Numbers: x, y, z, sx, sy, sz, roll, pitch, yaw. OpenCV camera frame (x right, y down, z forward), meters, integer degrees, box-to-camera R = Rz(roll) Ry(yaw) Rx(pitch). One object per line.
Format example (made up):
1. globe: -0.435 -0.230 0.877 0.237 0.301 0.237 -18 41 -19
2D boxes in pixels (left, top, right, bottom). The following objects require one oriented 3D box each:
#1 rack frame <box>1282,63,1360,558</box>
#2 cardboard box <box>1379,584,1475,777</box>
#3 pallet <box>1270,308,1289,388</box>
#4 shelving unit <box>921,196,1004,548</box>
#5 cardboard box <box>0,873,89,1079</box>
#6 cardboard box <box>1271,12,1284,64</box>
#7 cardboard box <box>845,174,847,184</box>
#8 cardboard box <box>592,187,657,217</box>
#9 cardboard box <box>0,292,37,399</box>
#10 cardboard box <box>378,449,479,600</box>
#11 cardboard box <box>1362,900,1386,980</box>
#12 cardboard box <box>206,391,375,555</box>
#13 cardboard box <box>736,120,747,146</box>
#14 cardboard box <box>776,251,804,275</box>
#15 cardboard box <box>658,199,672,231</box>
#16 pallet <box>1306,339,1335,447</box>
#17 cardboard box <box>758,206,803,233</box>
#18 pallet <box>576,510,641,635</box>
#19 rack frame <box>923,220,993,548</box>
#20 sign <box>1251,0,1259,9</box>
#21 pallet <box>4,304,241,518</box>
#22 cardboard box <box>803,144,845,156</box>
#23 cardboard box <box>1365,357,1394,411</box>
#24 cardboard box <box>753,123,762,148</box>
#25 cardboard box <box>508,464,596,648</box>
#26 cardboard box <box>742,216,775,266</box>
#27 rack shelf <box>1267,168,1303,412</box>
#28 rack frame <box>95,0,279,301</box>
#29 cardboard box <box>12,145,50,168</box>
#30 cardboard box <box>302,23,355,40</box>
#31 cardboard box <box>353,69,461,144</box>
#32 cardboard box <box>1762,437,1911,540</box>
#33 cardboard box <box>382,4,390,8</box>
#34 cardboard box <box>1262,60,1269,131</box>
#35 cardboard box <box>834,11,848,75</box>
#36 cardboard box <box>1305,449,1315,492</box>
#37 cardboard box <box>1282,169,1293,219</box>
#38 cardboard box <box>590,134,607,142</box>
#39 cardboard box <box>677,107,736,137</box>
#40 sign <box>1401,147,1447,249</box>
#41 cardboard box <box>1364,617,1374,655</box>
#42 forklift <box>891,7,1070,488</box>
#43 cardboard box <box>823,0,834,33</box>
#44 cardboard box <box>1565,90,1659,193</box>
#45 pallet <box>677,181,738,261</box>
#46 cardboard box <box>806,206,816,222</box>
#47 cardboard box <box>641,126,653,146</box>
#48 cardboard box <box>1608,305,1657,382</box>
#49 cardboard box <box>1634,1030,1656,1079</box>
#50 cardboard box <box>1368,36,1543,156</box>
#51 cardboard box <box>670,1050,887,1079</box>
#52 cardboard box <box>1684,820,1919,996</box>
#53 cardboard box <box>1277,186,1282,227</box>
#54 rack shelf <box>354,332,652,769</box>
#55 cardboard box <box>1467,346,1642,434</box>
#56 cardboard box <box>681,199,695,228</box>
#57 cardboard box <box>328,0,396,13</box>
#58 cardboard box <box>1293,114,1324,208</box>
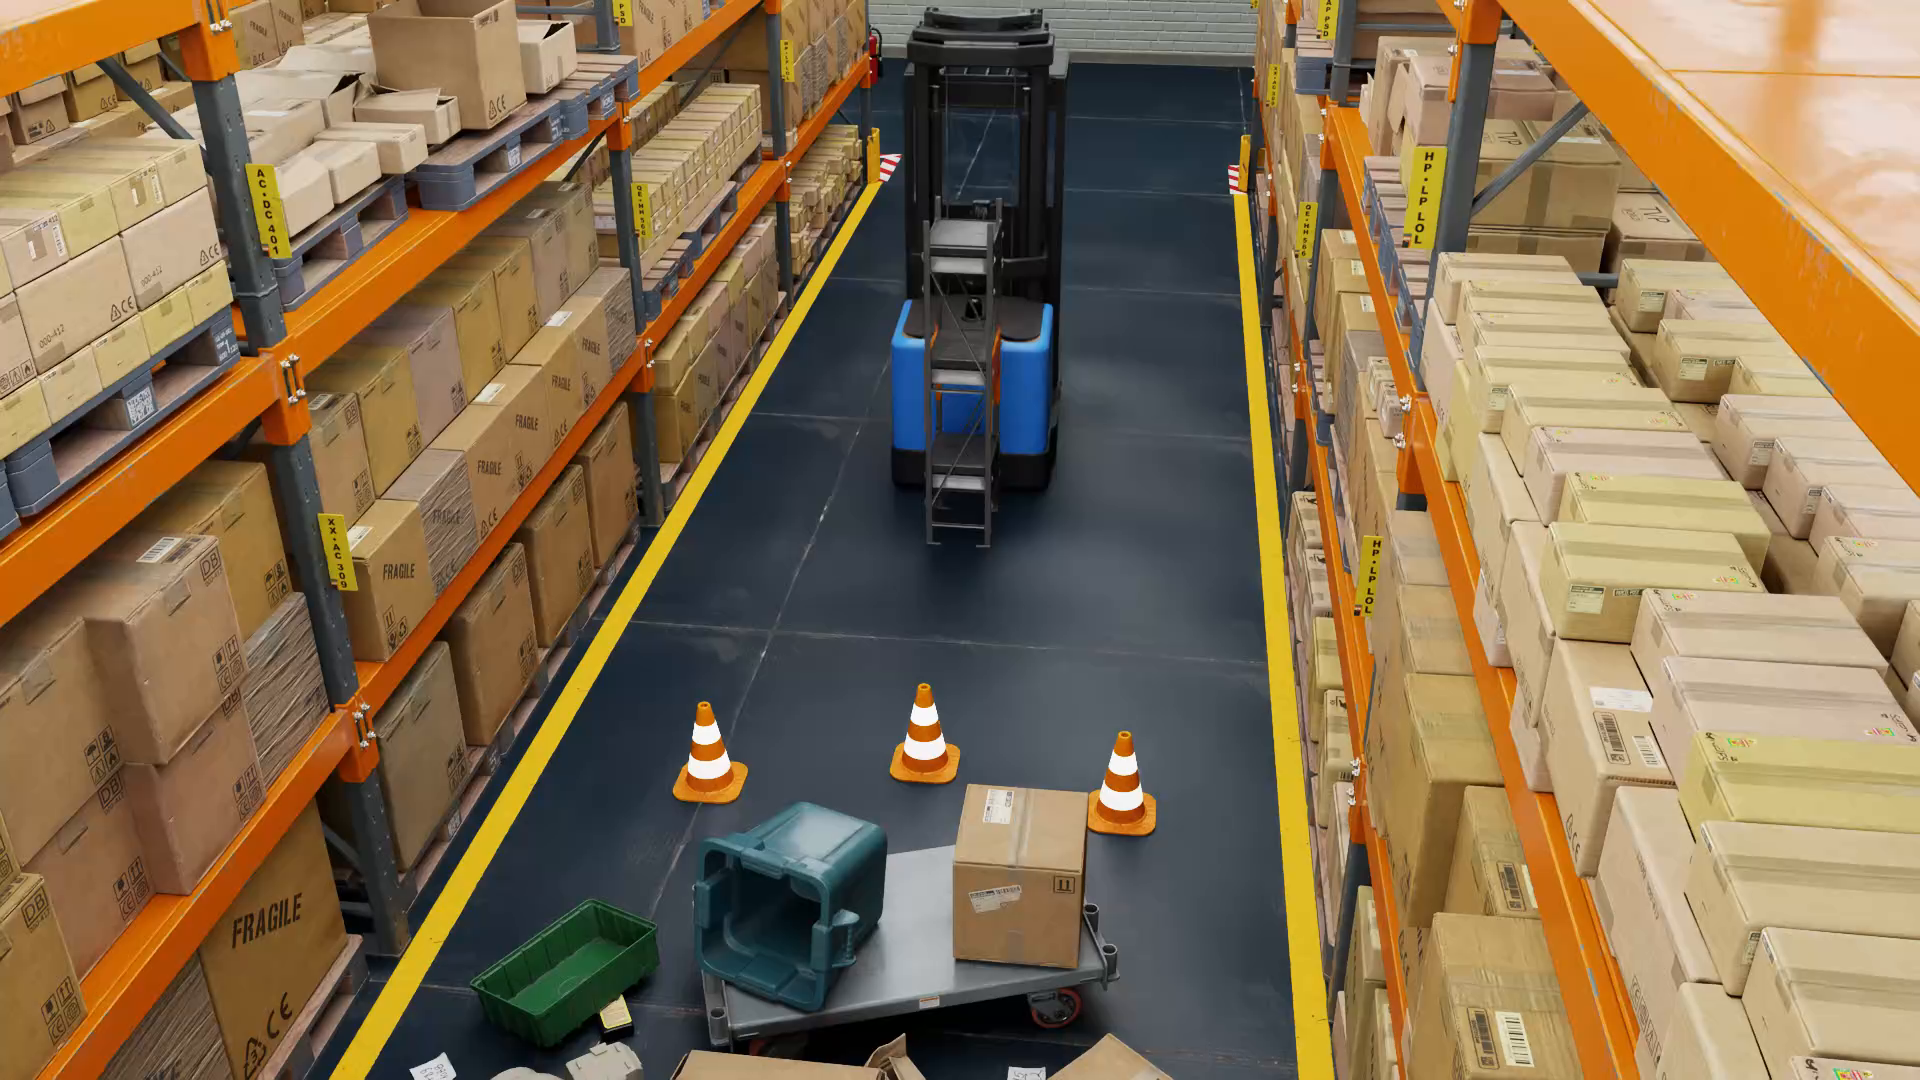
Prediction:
1. rack frame: 2.509 -1.210 9.626 1.000 3.000 0.127 3 28 6
2. cardboard box: 1.666 0.491 4.994 0.700 0.500 0.500 4 29 6
3. pallet: 2.980 -1.498 13.100 1.003 0.211 1.213 3 28 6
4. shelving unit: 0.020 -1.002 10.189 0.431 2.100 0.503 3 28 6
5. cardboard box: -3.133 1.304 4.801 0.875 0.550 0.500 3 28 6
6. cardboard box: 2.853 -4.054 13.744 0.500 0.500 0.500 3 28 5
7. cardboard box: -1.342 -3.640 16.698 0.380 0.149 0.250 3 28 6
8. cardboard box: -2.137 -2.119 10.508 0.380 0.149 0.250 3 28 5
9. cardboard box: -2.837 -0.462 4.370 0.500 0.250 0.500 3 28 6
10. cardboard box: -2.513 -0.081 7.424 0.500 0.500 0.500 4 29 7
11. cardboard box: 1.604 1.400 5.762 0.380 0.149 0.250 4 29 7
12. cardboard box: -2.851 -0.286 6.750 0.700 0.500 0.500 3 28 5
13. cardboard box: -1.843 -3.099 12.640 0.380 0.149 0.250 5 29 8
14. cardboard box: -1.562 -2.416 14.426 0.380 0.149 0.250 2 28 4
15. cardboard box: -2.097 -2.125 10.832 0.380 0.149 0.250 2 28 5
16. pallet: 2.528 -0.784 9.037 1.213 0.211 1.003 3 28 6
17. cardboard box: -1.585 -2.801 14.515 0.380 0.149 0.250 5 29 9
18. pallet: -2.587 0.144 10.052 1.003 0.211 1.213 3 28 6
19. rack frame: -0.010 -0.887 9.976 0.400 2.100 0.015 3 28 6
20. sign: 2.939 -5.427 16.456 0.100 0.325 0.005 3 28 6
21. pallet: -3.017 -0.464 5.172 1.003 0.211 1.213 3 28 6
22. cardboard box: -1.337 -3.781 16.334 0.380 0.149 0.250 2 28 4
23. cardboard box: 1.933 -0.659 7.056 0.380 0.149 0.250 2 28 4
24. cardboard box: -1.778 -3.209 13.158 0.380 0.149 0.250 3 28 5
25. cardboard box: -2.683 0.048 9.219 1.050 0.750 0.750 4 29 7
26. cardboard box: -1.766 -2.382 13.204 0.500 0.250 0.500 3 28 5
27. rack shelf: 2.754 -1.835 11.544 1.077 0.370 4.000 3 28 6
28. rack frame: -2.906 -2.208 5.153 1.000 3.000 0.127 3 28 6
29. cardboard box: -6.876 -2.527 11.965 0.500 0.500 0.500 3 28 5
30. cardboard box: -6.267 -4.895 16.310 0.500 0.250 0.500 2 28 4
31. cardboard box: -2.466 -1.926 7.386 0.396 0.266 0.258 3 28 6
32. cardboard box: 2.105 -0.112 3.848 0.380 0.149 0.250 4 29 7
33. cardboard box: -2.723 -2.632 8.649 0.500 0.311 0.500 3 29 6
34. cardboard box: 2.907 -3.850 14.421 0.500 0.500 0.500 3 28 5
35. cardboard box: -1.356 -4.683 15.653 0.500 0.500 0.500 3 29 6
36. cardboard box: 2.676 -0.780 10.624 0.875 0.875 0.875 3 28 6
37. cardboard box: 2.481 -2.335 11.345 0.500 0.250 0.500 3 28 5
38. cardboard box: -2.617 -2.775 11.725 0.380 0.149 0.250 4 29 8
39. cardboard box: -1.879 -3.097 12.323 0.380 0.149 0.250 3 28 6
40. sign: 1.468 -1.079 5.260 0.100 0.325 0.005 3 28 6
41. cardboard box: 1.808 0.340 6.570 0.380 0.149 0.250 4 29 7
42. forklift: 0.187 -2.305 11.730 1.130 2.935 3.031 2 28 4
43. cardboard box: -1.423 -4.868 14.943 0.500 0.500 0.500 2 28 4
44. cardboard box: 2.540 -1.474 6.141 0.500 0.250 0.500 3 28 5
45. pallet: -2.214 -2.300 11.851 1.003 0.211 1.213 3 28 6
46. cardboard box: -1.535 -3.042 15.275 0.380 0.149 0.250 5 29 9
47. cardboard box: -2.523 -3.014 12.482 0.380 0.149 0.250 2 28 4
48. cardboard box: 2.232 -0.488 4.968 0.500 0.250 0.500 3 28 6
49. cardboard box: 1.360 0.919 2.775 0.380 0.149 0.250 4 29 8
50. cardboard box: 2.383 -2.129 8.063 0.700 0.500 0.500 3 28 6
51. cardboard box: -0.662 2.180 5.821 0.797 0.637 0.503 3 28 6
52. cardboard box: 1.360 0.578 2.568 0.380 0.149 0.250 3 28 6
53. cardboard box: 2.543 -2.351 11.902 0.500 0.250 0.500 3 28 6
54. rack shelf: -2.661 -0.192 8.494 1.077 0.370 4.000 3 28 6
55. cardboard box: 1.554 -0.389 4.363 0.380 0.149 0.250 3 28 6
56. cardboard box: -2.033 -2.229 11.339 0.380 0.149 0.250 4 29 8
57. cardboard box: -6.145 -5.702 17.018 0.500 0.500 0.500 4 29 7
58. cardboard box: 2.435 -2.428 10.727 0.500 0.500 0.500 3 28 6
